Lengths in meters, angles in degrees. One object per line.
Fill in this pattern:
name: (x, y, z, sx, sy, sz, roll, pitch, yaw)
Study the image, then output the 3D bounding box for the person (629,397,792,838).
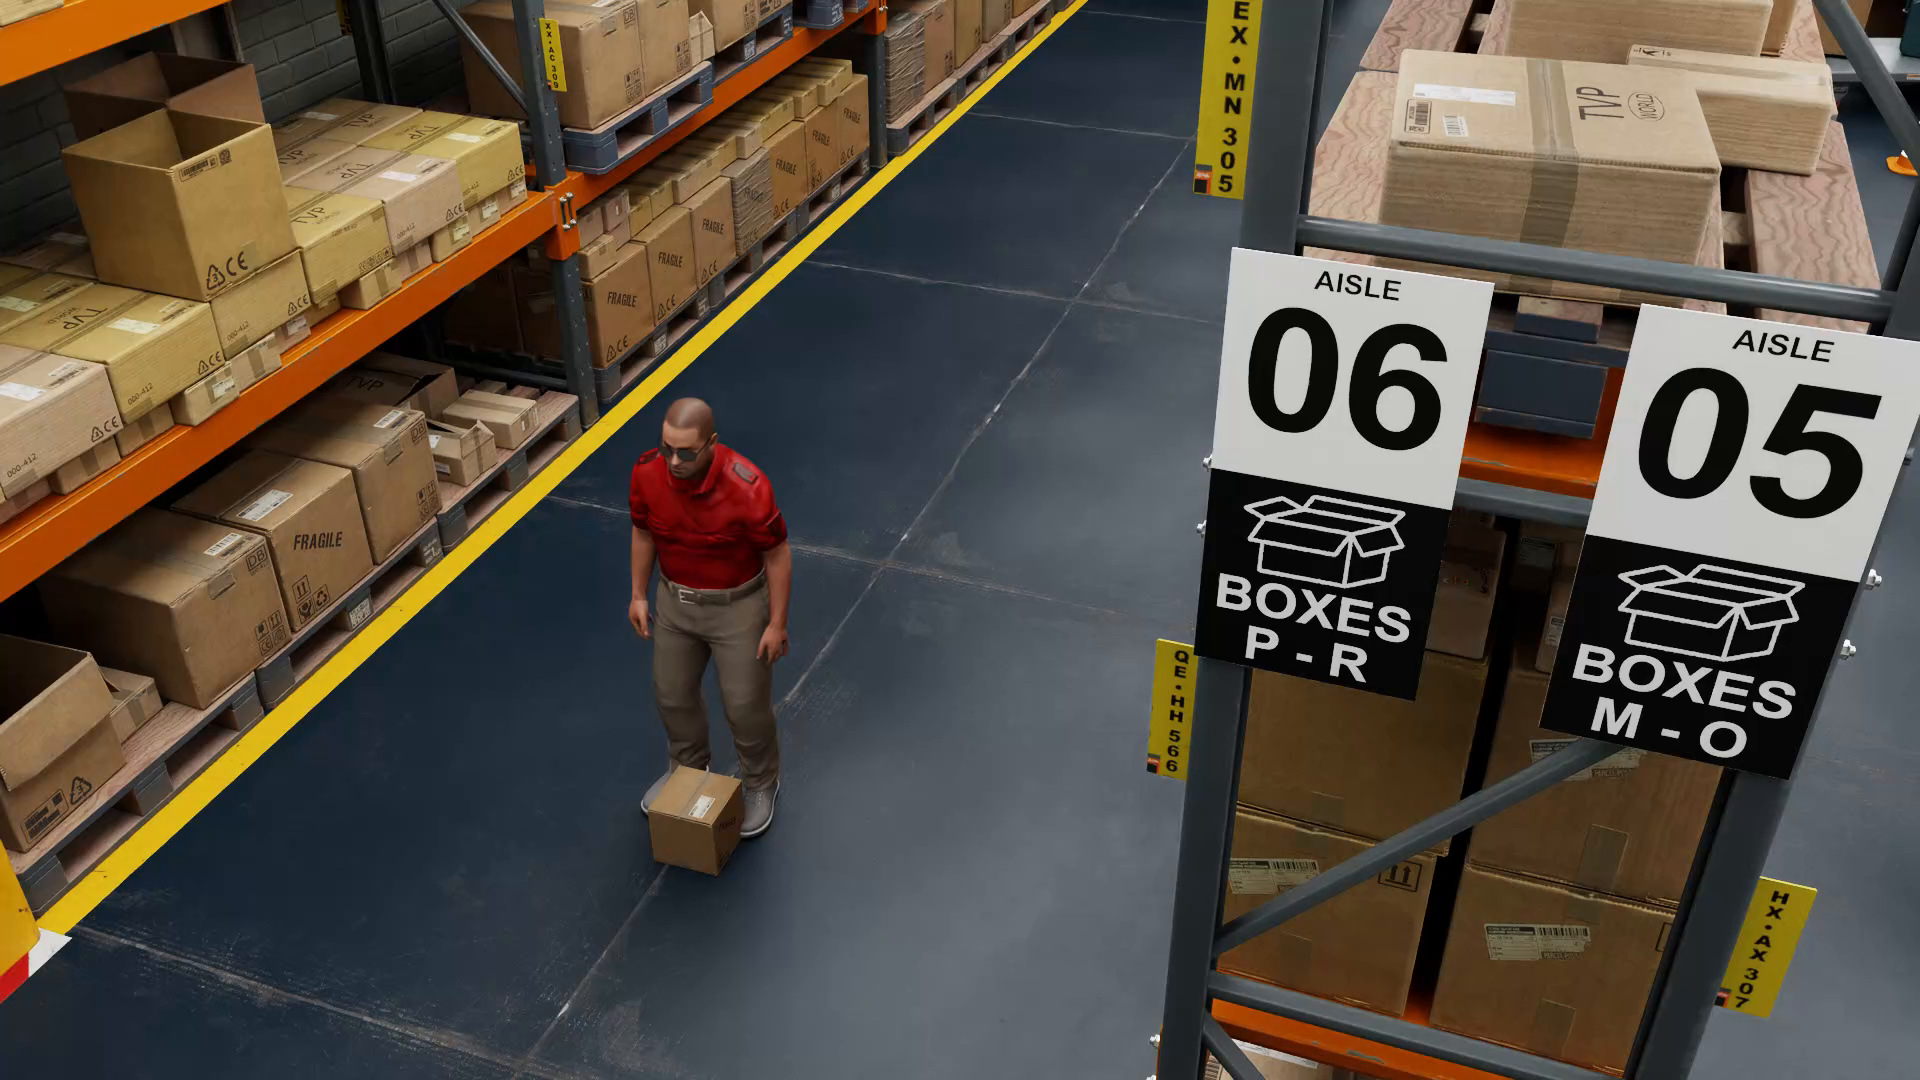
person: (-0.864, 0.249, 5.769, 0.594, 1.726, 0.386, 10, 34, 16)
